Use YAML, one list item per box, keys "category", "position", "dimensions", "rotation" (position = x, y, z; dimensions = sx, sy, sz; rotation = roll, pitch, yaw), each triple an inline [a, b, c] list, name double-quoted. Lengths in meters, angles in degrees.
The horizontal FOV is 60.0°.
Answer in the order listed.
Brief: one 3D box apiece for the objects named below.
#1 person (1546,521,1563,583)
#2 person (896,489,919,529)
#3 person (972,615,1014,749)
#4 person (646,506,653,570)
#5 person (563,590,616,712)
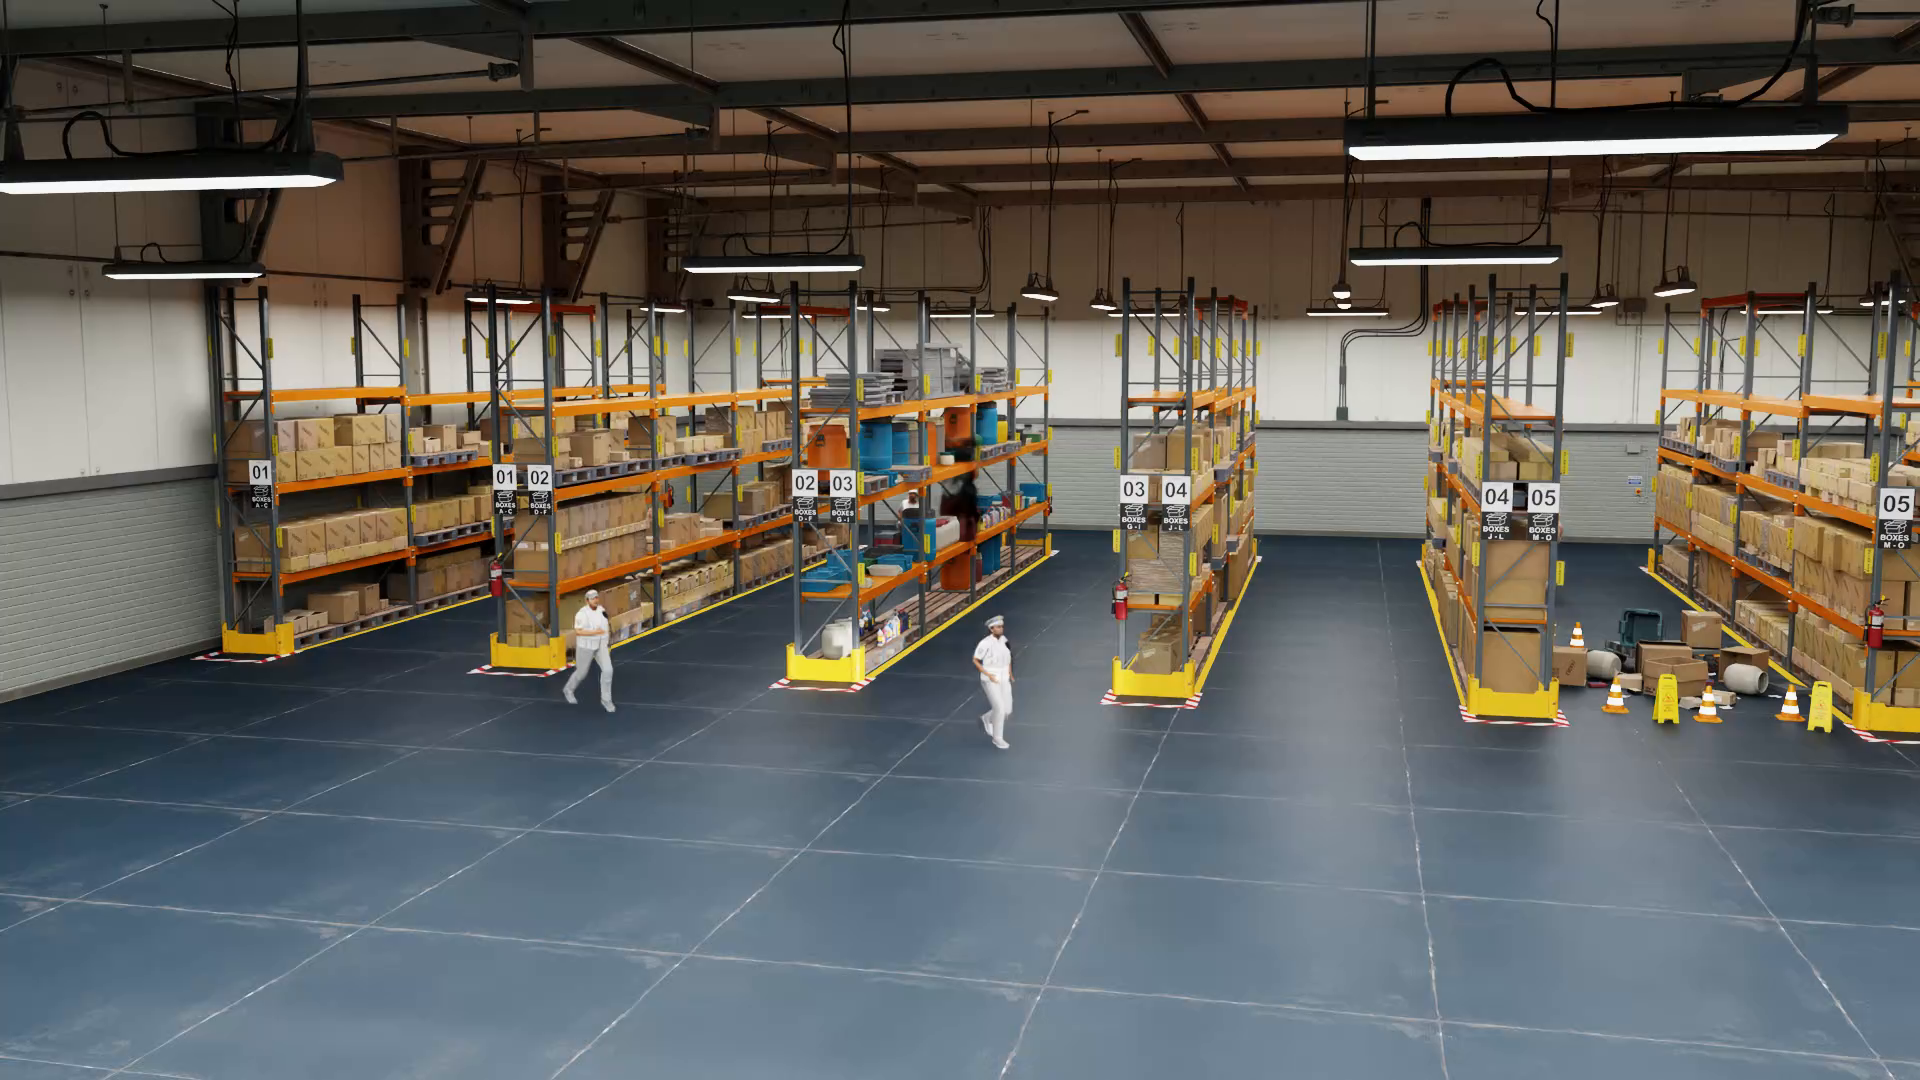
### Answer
- category: "person"
  position: [12.167, 0.099, 34.686]
  dimensions: [0.658, 1.785, 0.983]
  rotation: [0, 7, 2]
- category: "person"
  position: [-1.041, -0.198, 35.496]
  dimensions: [0.666, 1.847, 0.703]
  rotation: [1, 7, 6]
- category: "person"
  position: [0.414, 1.773, 21.039]
  dimensions: [0.586, 1.671, 0.562]
  rotation: [-6, 9, -40]
- category: "person"
  position: [-6.657, 0.089, 35.827]
  dimensions: [0.587, 1.627, 0.547]
  rotation: [0, 7, 3]
- category: "person"
  position: [-5.152, 1.526, 23.188]
  dimensions: [0.612, 1.710, 0.895]
  rotation: [-6, 9, -44]
